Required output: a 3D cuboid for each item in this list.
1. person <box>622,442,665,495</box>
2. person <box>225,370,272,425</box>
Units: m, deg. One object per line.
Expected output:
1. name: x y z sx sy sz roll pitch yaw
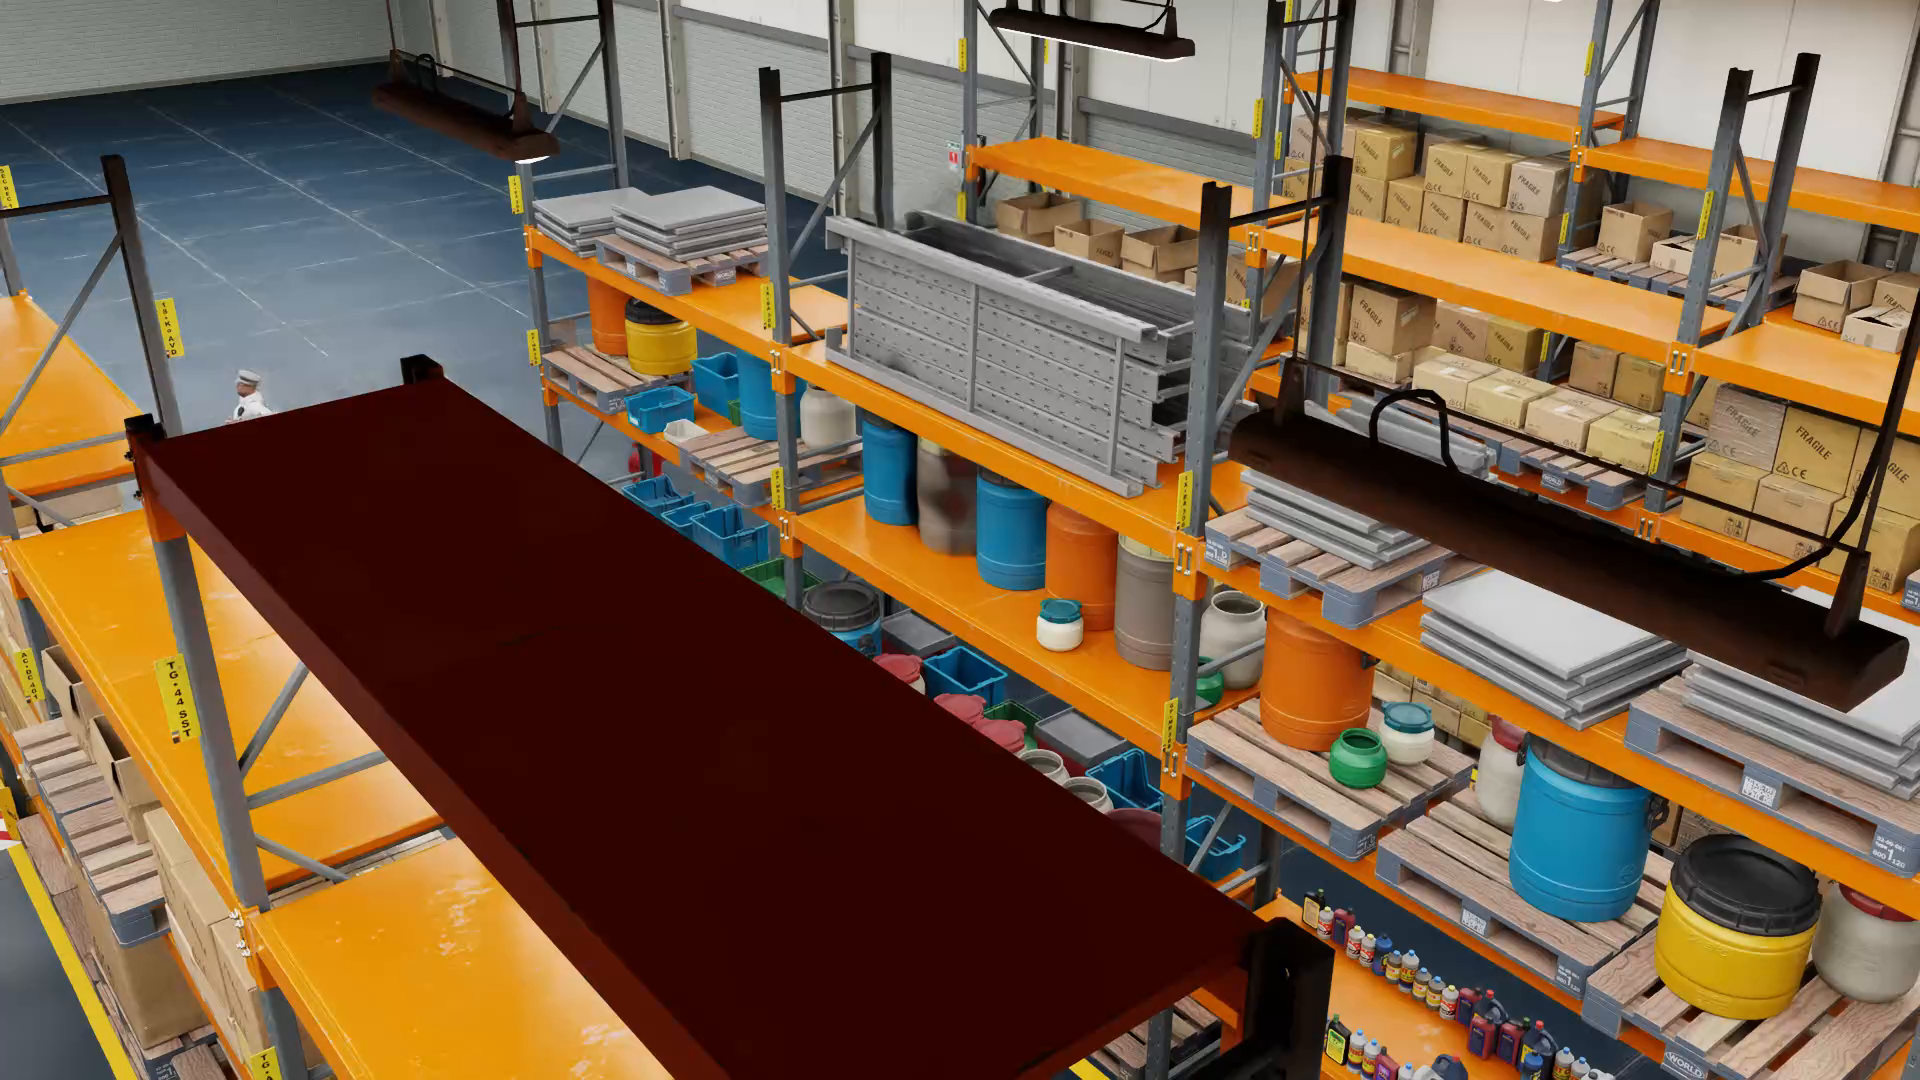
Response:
1. person: -3.307 -0.503 17.397 0.493 1.677 0.735 9 27 18
2. person: -7.763 -1.050 18.388 0.945 1.753 0.665 -8 27 -17
